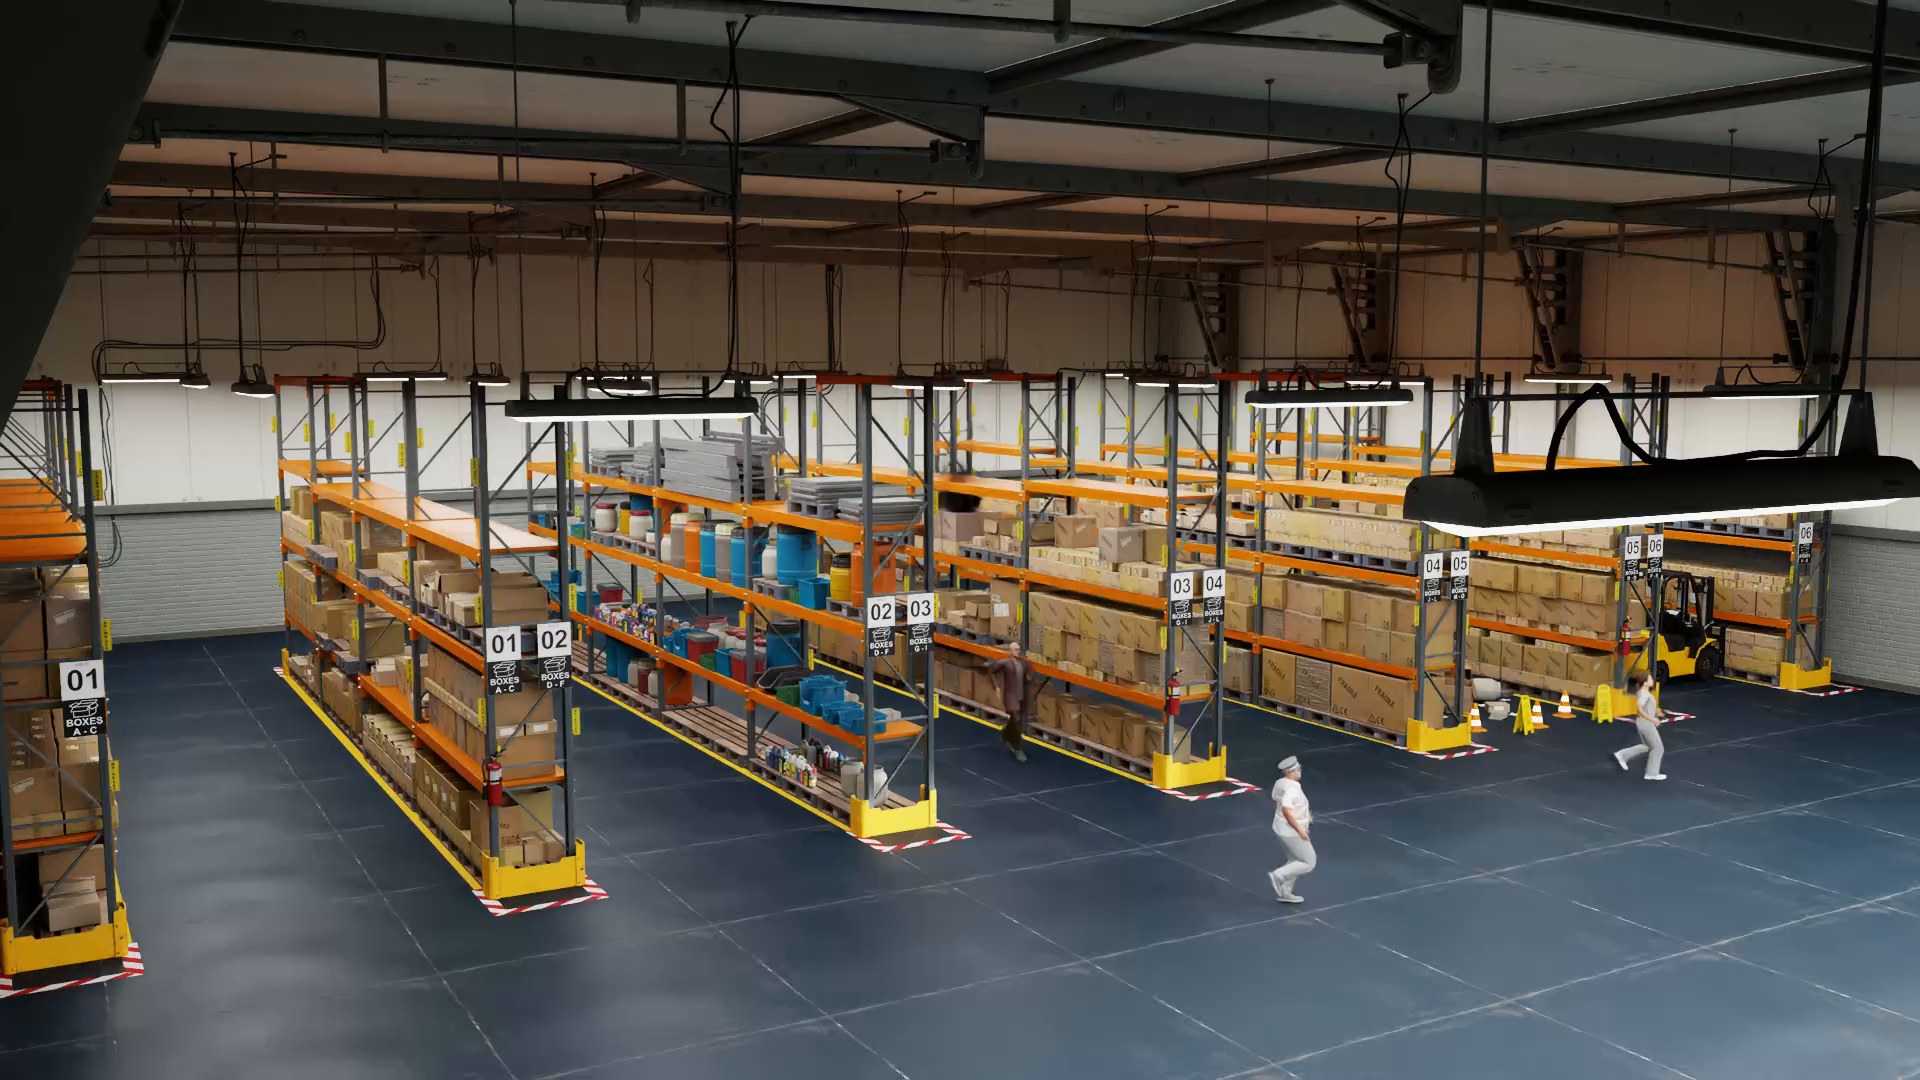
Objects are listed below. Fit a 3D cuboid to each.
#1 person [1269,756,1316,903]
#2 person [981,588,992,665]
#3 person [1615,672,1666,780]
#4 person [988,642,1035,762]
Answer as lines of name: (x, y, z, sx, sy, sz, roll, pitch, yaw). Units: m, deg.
person: (3.850, 3.365, 19.309, 0.599, 1.742, 0.672, -1, 6, -8)
person: (0.521, 1.817, 33.511, 0.587, 1.741, 0.808, -5, 8, -36)
person: (10.292, 2.789, 24.994, 0.679, 1.625, 0.569, 2, 6, 16)
person: (0.861, 2.541, 26.491, 0.677, 1.835, 0.909, -4, 8, -34)
